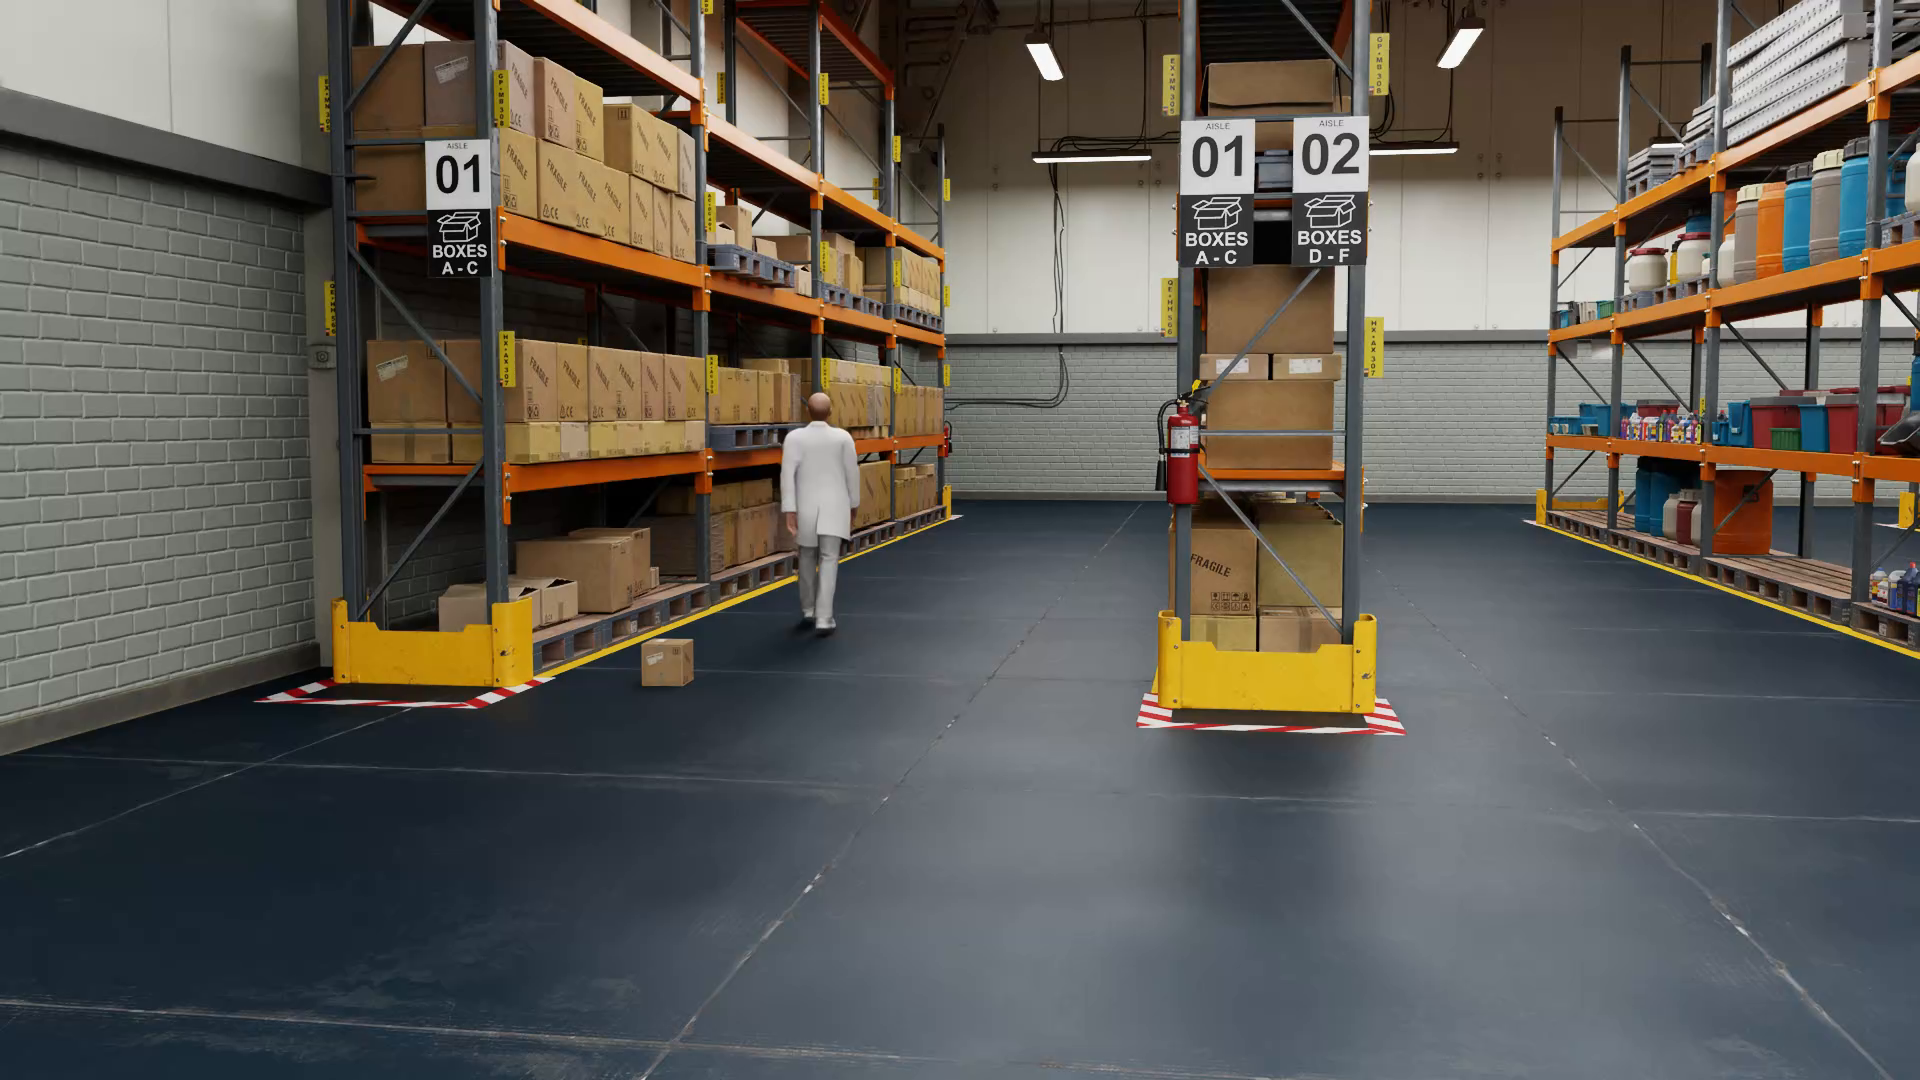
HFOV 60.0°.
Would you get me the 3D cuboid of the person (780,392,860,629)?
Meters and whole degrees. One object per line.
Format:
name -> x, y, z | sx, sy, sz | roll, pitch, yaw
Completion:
person -> -1.025, -0.233, 12.439 | 0.571, 1.732, 1.025 | 0, 4, 1
